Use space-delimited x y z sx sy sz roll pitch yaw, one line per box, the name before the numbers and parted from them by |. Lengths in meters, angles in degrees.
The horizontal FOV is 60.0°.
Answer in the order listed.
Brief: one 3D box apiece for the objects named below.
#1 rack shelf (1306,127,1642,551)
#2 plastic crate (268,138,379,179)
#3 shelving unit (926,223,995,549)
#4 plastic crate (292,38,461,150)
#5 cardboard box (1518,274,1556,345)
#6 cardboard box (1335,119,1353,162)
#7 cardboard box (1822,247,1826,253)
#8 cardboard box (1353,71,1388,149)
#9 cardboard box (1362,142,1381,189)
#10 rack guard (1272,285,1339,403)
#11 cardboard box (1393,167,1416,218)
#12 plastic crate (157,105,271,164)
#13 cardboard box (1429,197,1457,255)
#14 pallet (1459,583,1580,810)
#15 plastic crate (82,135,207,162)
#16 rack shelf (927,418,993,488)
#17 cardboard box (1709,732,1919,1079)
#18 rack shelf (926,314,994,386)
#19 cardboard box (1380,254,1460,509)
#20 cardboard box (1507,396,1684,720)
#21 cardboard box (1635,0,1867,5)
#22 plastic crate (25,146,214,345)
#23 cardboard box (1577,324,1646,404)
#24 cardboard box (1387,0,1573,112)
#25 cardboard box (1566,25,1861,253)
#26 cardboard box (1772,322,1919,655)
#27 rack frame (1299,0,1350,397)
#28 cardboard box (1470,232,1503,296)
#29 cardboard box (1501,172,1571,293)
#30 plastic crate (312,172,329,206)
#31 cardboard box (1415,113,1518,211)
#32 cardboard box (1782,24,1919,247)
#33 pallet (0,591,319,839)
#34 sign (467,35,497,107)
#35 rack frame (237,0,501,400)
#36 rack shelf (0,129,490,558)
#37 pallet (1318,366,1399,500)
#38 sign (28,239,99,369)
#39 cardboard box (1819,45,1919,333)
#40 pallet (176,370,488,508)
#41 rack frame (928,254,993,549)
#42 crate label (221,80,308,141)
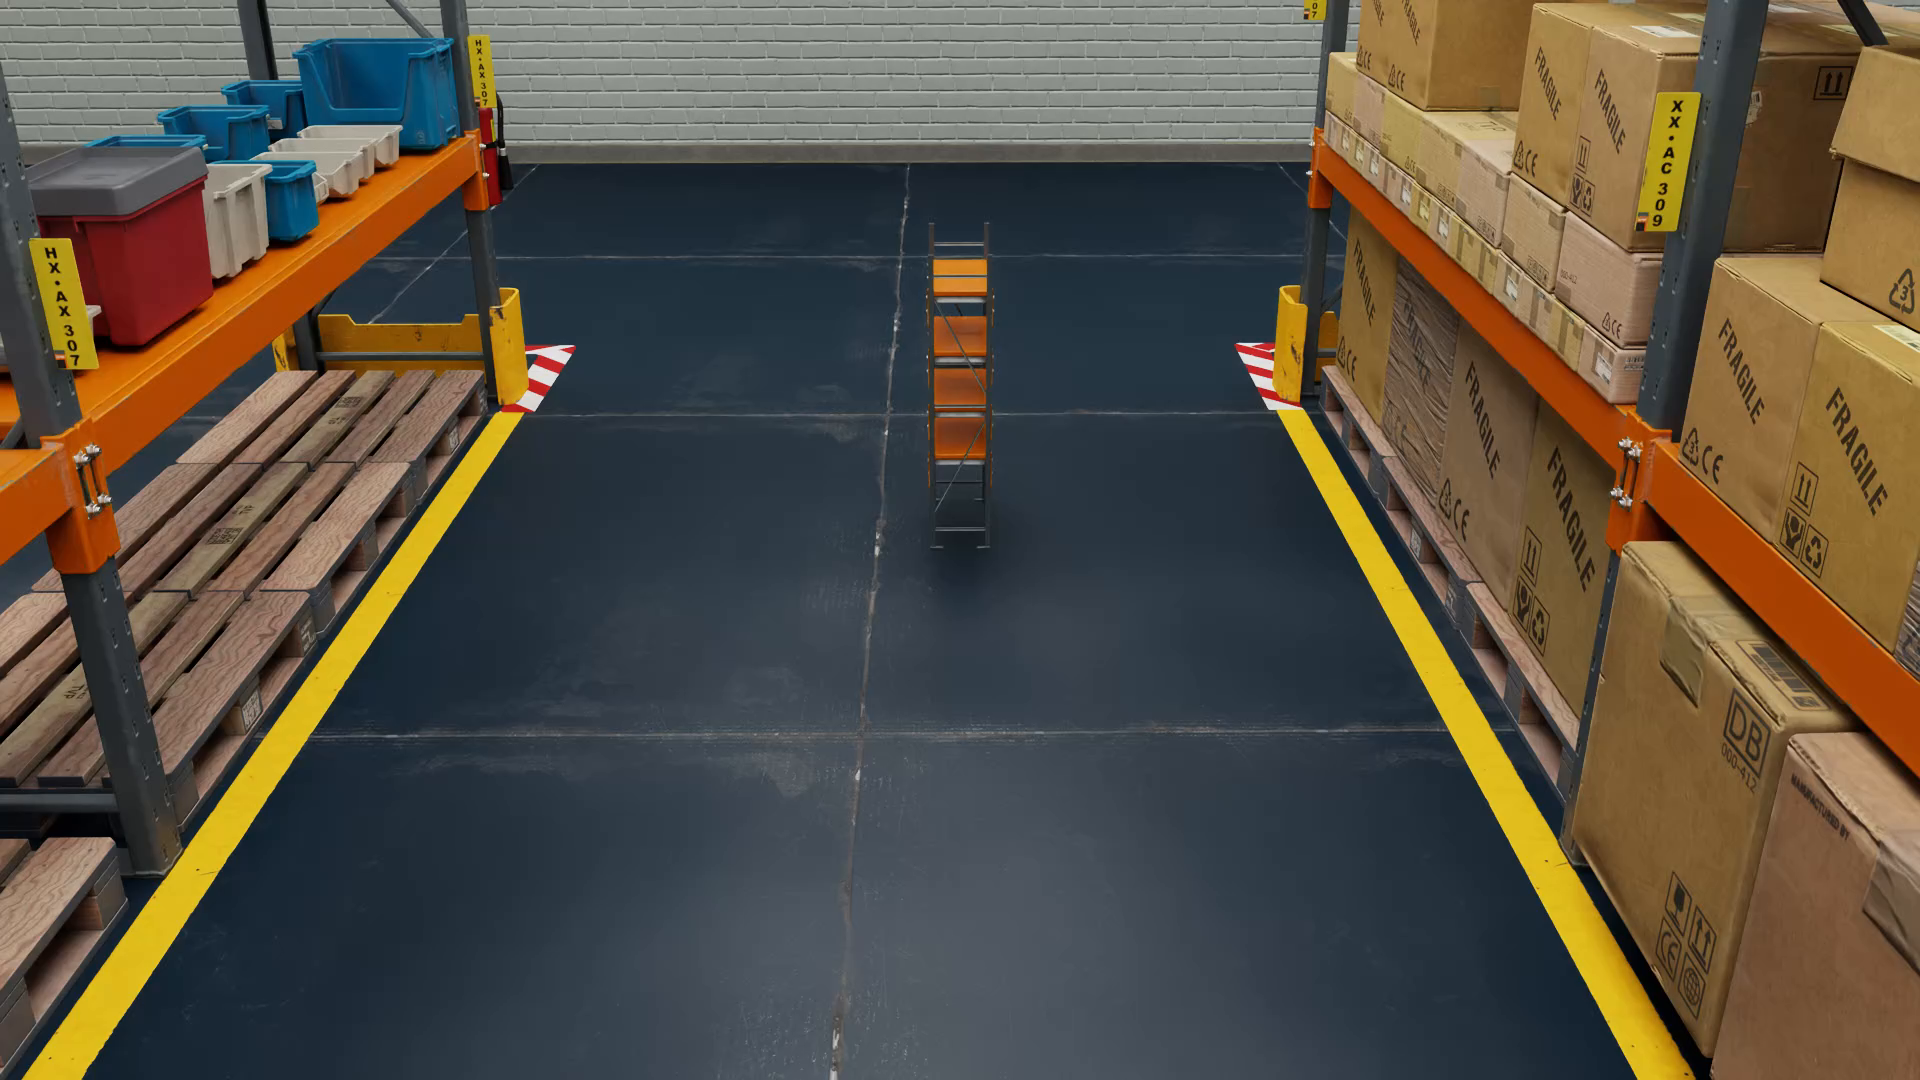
rack shelf | 2.207 -0.961 6.108 1.077 0.370 4.000 0 24 -1
plastic crate | -2.589 -1.543 6.770 0.396 0.136 0.243 0 24 -1
shelving unit | -0.002 -0.615 6.654 0.258 1.200 0.503 0 24 -1
plastic crate | -2.577 -1.997 7.410 0.616 0.435 0.499 0 24 -1
cardboard box | 1.892 -0.686 4.933 0.380 0.149 0.250 -1 24 -1
cardboard box | 1.863 -1.745 7.274 0.380 0.149 0.250 -1 24 -1
cardboard box | 2.486 -0.727 4.538 0.500 0.250 0.500 -1 24 -2
cardboard box | 1.933 -1.767 6.838 0.500 0.250 0.500 -1 24 -1
cardboard box | 1.870 -1.532 6.803 0.380 0.149 0.250 -1 24 -1
rack guard | 2.185 -0.984 8.319 1.175 0.500 0.348 0 24 -1
cardboard box | 1.875 -1.321 6.336 0.380 0.149 0.250 -1 24 -1
plastic crate | -3.087 -1.667 6.927 0.416 0.233 0.300 0 24 -1
cardboard box | 1.882 -1.109 5.867 0.380 0.149 0.250 0 24 0
pallet | 2.299 0.492 5.406 1.003 0.211 1.213 0 24 -1
plastic crate | -3.080 -1.396 6.327 0.416 0.233 0.300 0 24 -1
rack shelf | -0.002 -0.373 6.763 0.258 0.148 0.480 0 24 -1
cardboard box | 2.266 0.944 3.092 1.225 0.875 0.875 -1 24 -2
rack shelf | -0.002 -0.757 6.589 0.258 0.148 0.480 0 24 -1
cardboard box | 2.282 -0.698 6.722 0.875 0.875 0.875 0 24 -1
cardboard box | 2.302 0.040 5.091 0.875 0.875 0.875 0 24 -1
cardboard box | 2.471 -1.490 5.315 0.500 0.500 0.500 -1 24 -2
plastic crate | -2.483 -0.868 4.879 0.402 0.464 0.583 0 24 -1
cardboard box | 1.898 -0.475 4.464 0.380 0.149 0.250 0 24 0
cardboard box | 1.938 -1.904 6.230 0.500 0.500 0.500 -1 24 -2
cardboard box | 1.956 -1.062 4.369 0.500 0.500 0.500 0 24 1
cardboard box | 1.990 -0.113 3.238 0.500 0.500 0.500 0 24 0
rack frame | 2.185 -2.113 7.782 1.000 3.000 0.127 0 24 -1
cardboard box | 1.886 -0.899 5.402 0.380 0.149 0.250 0 24 0
cardboard box | 1.953 -0.926 4.979 0.500 0.250 0.500 0 24 1
plastic crate | -2.540 -1.307 6.247 0.298 0.136 0.250 0 24 -1
cardboard box | 1.946 -1.345 5.905 0.500 0.250 0.500 -1 24 -2
cardboard box | 2.479 -1.072 4.392 0.500 0.500 0.500 0 24 -1
pallet | -2.771 0.525 5.333 1.003 0.211 1.213 0 24 -1
sign | -2.218 -2.174 7.720 0.100 0.325 0.005 0 24 -1
rack frame | -2.768 -2.091 7.733 1.000 3.000 0.127 0 24 -1
rack shelf | -2.746 -0.939 6.059 1.077 0.370 4.000 0 24 -1
pallet | 2.272 -0.513 7.629 1.003 0.211 1.213 0 24 -1
sign | -2.174 -0.570 4.035 0.100 0.325 0.005 0 24 -1
cardboard box | 2.244 -0.704 3.329 0.797 0.503 0.637 -1 24 -2
pallet | -2.797 -0.480 7.556 1.003 0.211 1.213 0 24 -1
rack frame | 0.001 -0.514 6.431 0.240 1.200 0.015 0 24 -1
crate label | -3.094 -1.939 7.527 0.416 0.233 0.303 0 24 -1
